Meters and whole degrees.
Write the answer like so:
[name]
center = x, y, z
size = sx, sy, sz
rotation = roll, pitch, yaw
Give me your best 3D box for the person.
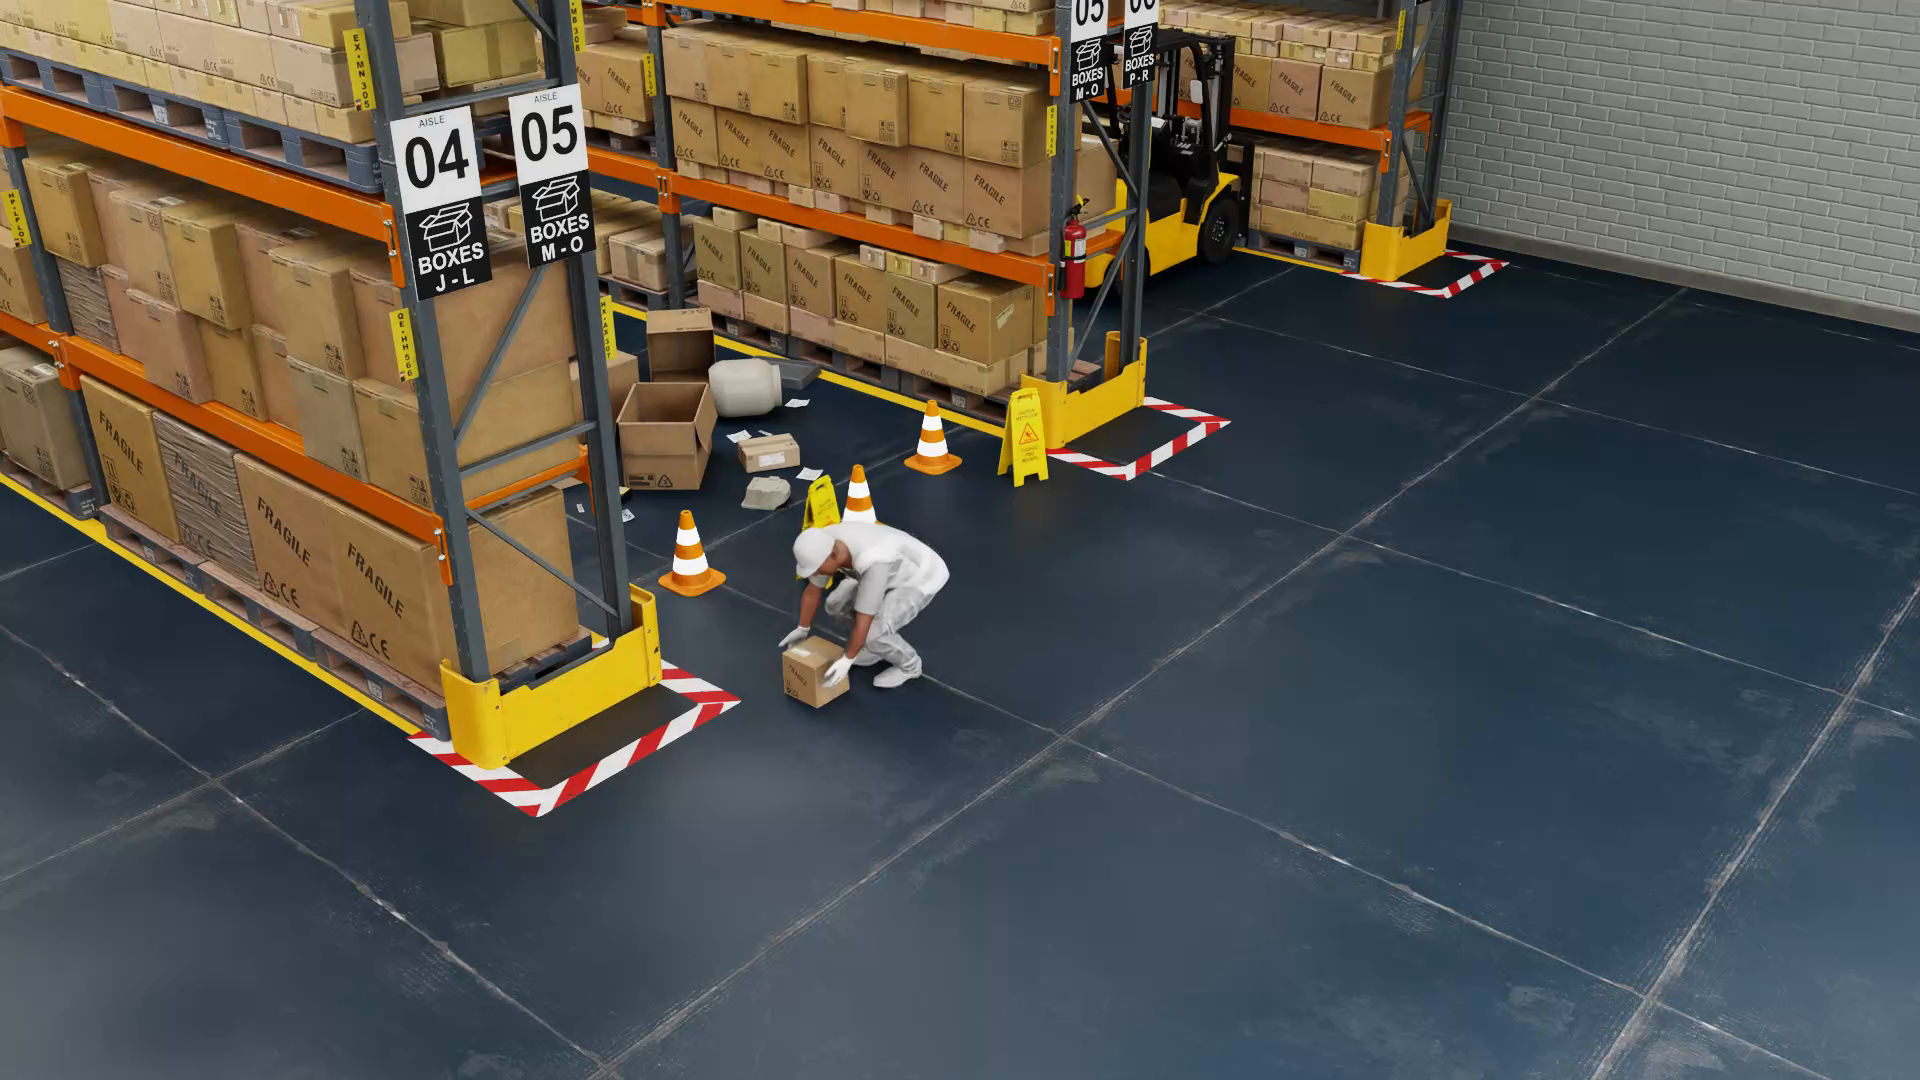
[person]
center = -0.479, 0.304, 8.851
size = 0.902, 1.015, 0.578
rotation = -16, 31, -28
